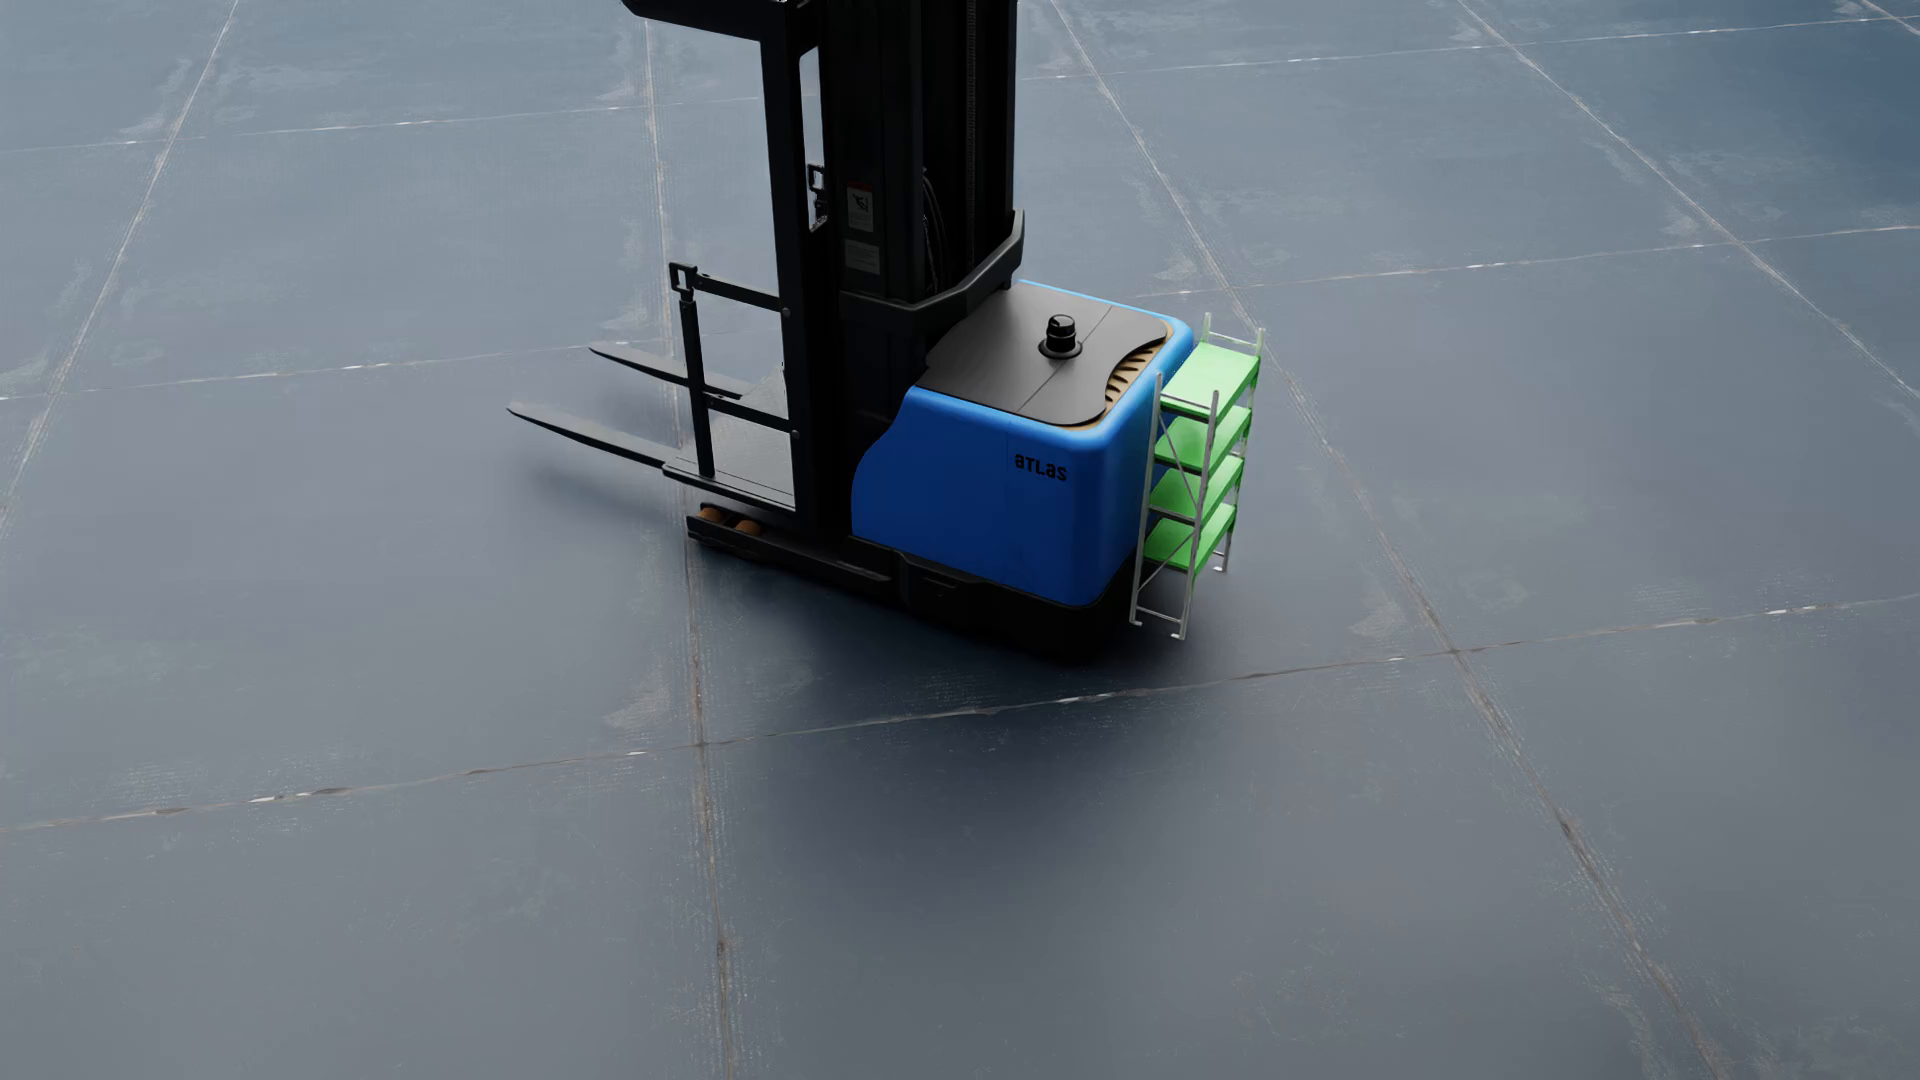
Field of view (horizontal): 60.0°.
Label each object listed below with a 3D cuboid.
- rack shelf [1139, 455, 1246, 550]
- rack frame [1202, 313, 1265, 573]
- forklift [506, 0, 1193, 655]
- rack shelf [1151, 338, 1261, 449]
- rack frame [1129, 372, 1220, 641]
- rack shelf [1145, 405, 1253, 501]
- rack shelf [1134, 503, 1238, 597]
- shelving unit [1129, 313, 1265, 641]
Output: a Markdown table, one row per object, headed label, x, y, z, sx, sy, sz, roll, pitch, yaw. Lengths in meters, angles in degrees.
| label | x | y | z | sx | sy | sz | roll | pitch | yaw |
| --- | --- | --- | --- | --- | --- | --- | --- | --- | --- |
| rack shelf | 0.926 | -0.185 | 6.609 | 0.258 | 0.148 | 0.480 | 19 | 42 | 21 |
| rack frame | 1.040 | -0.368 | 6.740 | 0.240 | 1.200 | 0.015 | 19 | 42 | 21 |
| forklift | -0.602 | -1.341 | 6.587 | 3.031 | 2.935 | 1.130 | 18 | 41 | 22 |
| rack shelf | 0.936 | -0.561 | 6.310 | 0.258 | 0.148 | 0.480 | 19 | 42 | 21 |
| rack frame | 0.814 | -0.102 | 6.399 | 0.240 | 1.200 | 0.015 | 19 | 42 | 21 |
| rack shelf | 0.931 | -0.373 | 6.460 | 0.258 | 0.148 | 0.480 | 19 | 42 | 21 |
| rack shelf | 0.920 | 0.003 | 6.758 | 0.258 | 0.148 | 0.480 | 19 | 42 | 21 |
| shelving unit | 0.927 | -0.235 | 6.569 | 0.258 | 1.200 | 0.503 | 19 | 42 | 21 |
